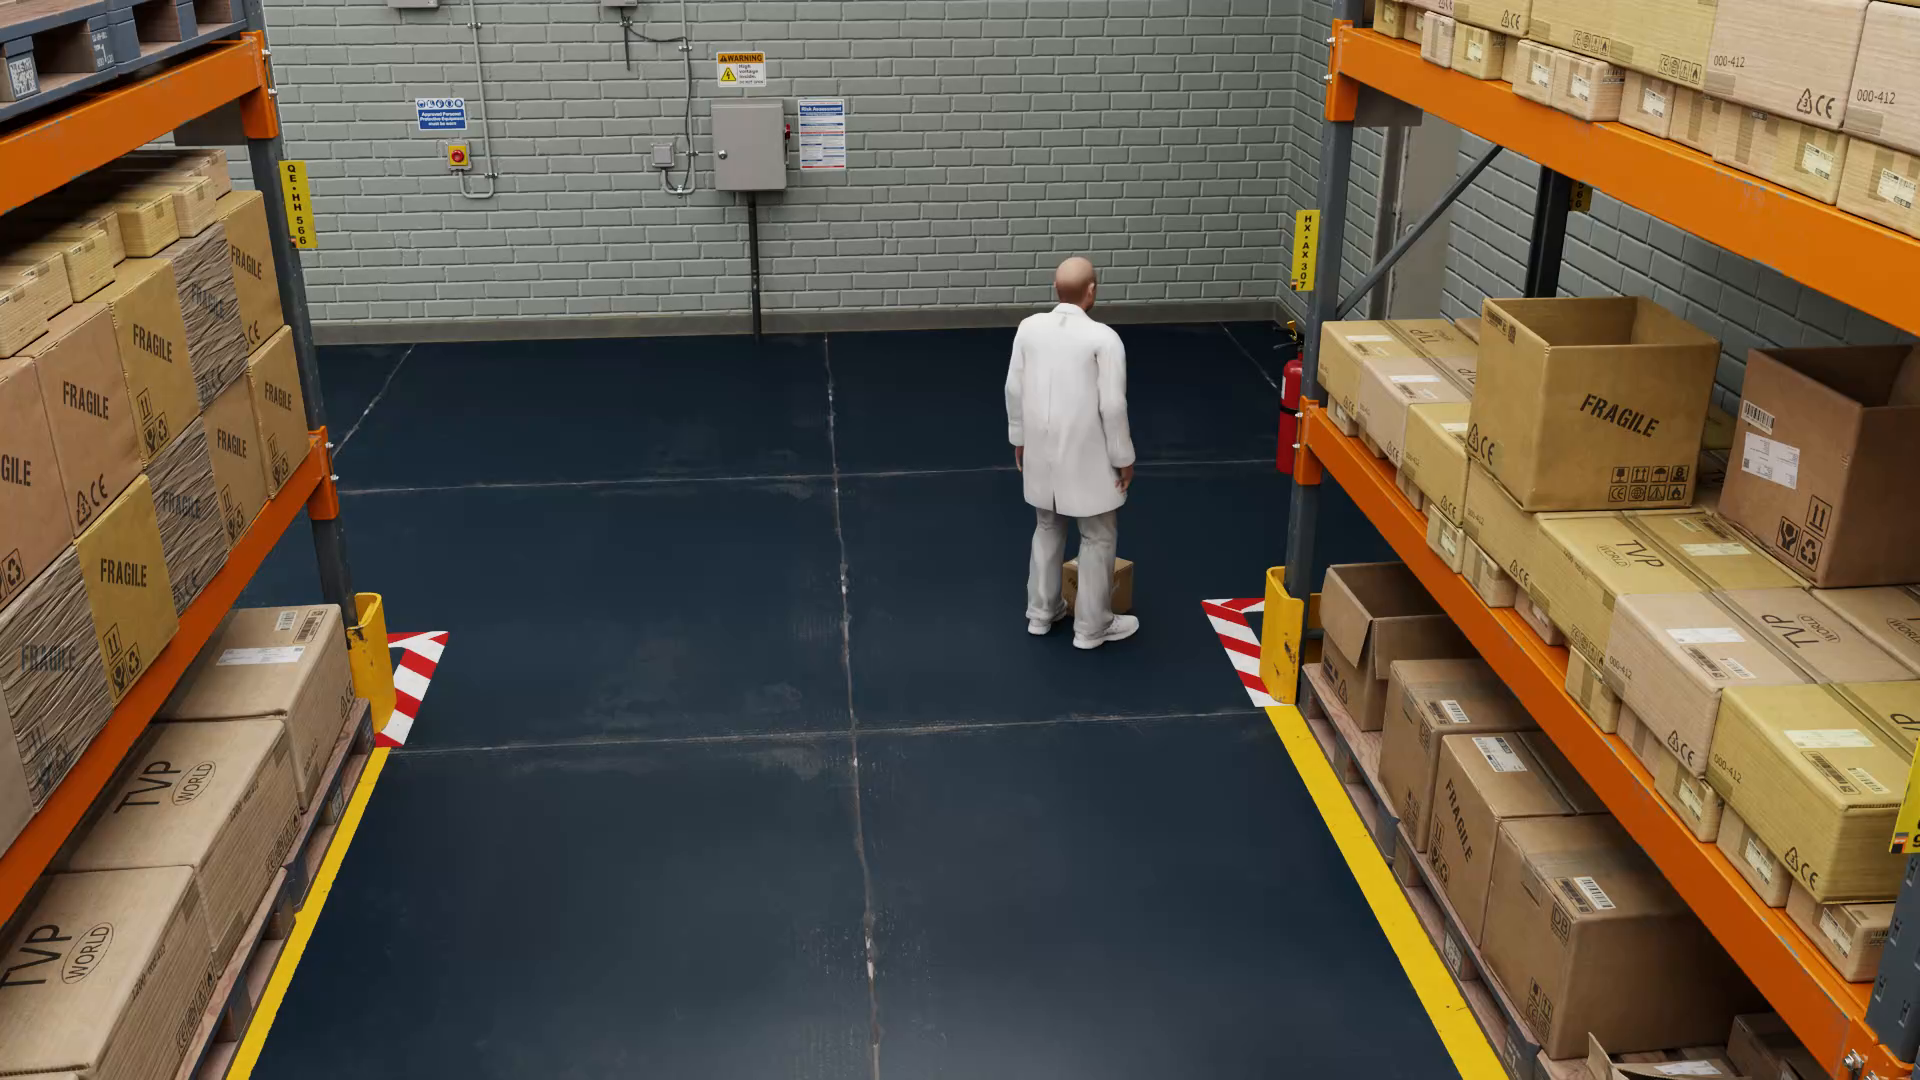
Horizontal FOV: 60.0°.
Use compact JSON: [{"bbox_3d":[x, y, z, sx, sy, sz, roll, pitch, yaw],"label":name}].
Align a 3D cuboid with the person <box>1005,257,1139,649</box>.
[{"bbox_3d":[0.501,-0.394,7.529,0.646,1.772,0.429,16,28,32],"label":"person"}]
